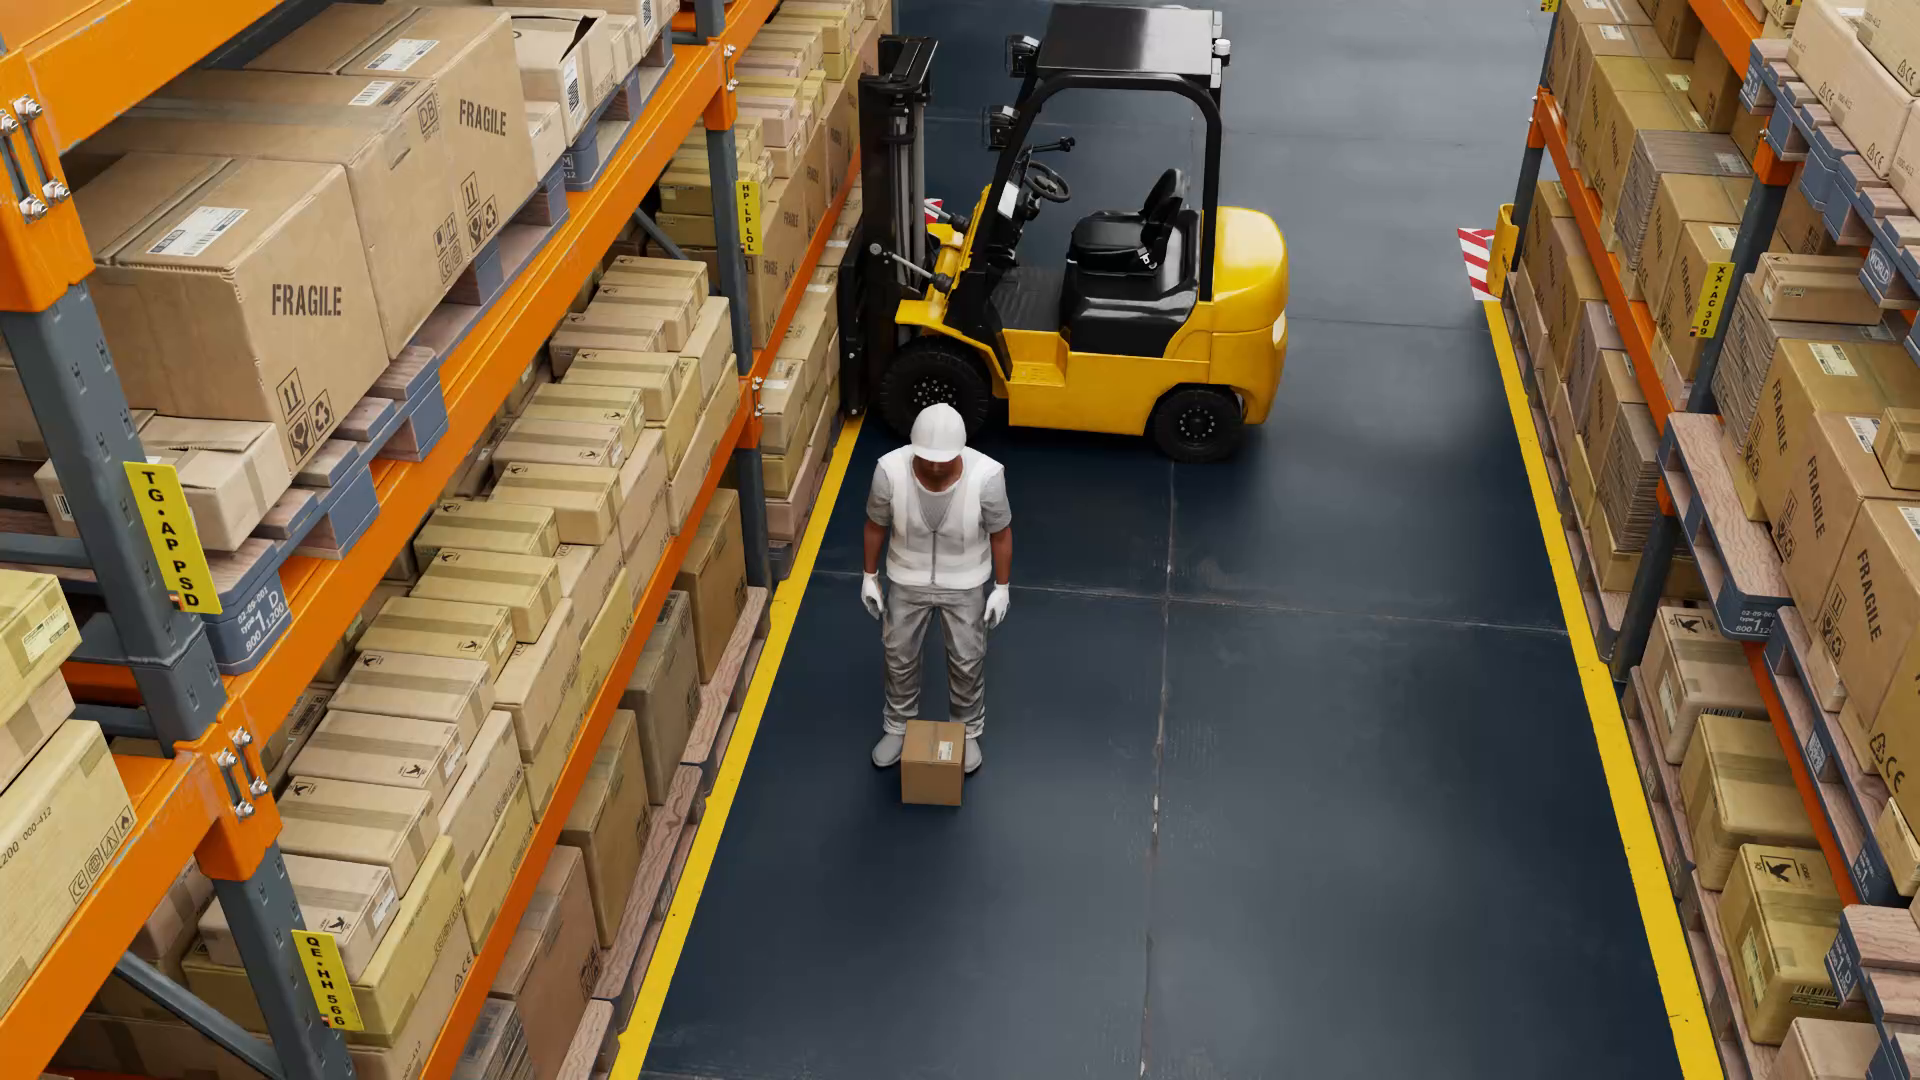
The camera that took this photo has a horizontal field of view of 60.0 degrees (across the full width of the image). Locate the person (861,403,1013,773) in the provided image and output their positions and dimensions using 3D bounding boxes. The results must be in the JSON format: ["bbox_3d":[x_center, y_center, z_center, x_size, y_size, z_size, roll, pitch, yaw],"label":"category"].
[{"bbox_3d":[-0.098,0.187,6.773,0.615,1.773,0.448,4,36,5],"label":"person"}]
